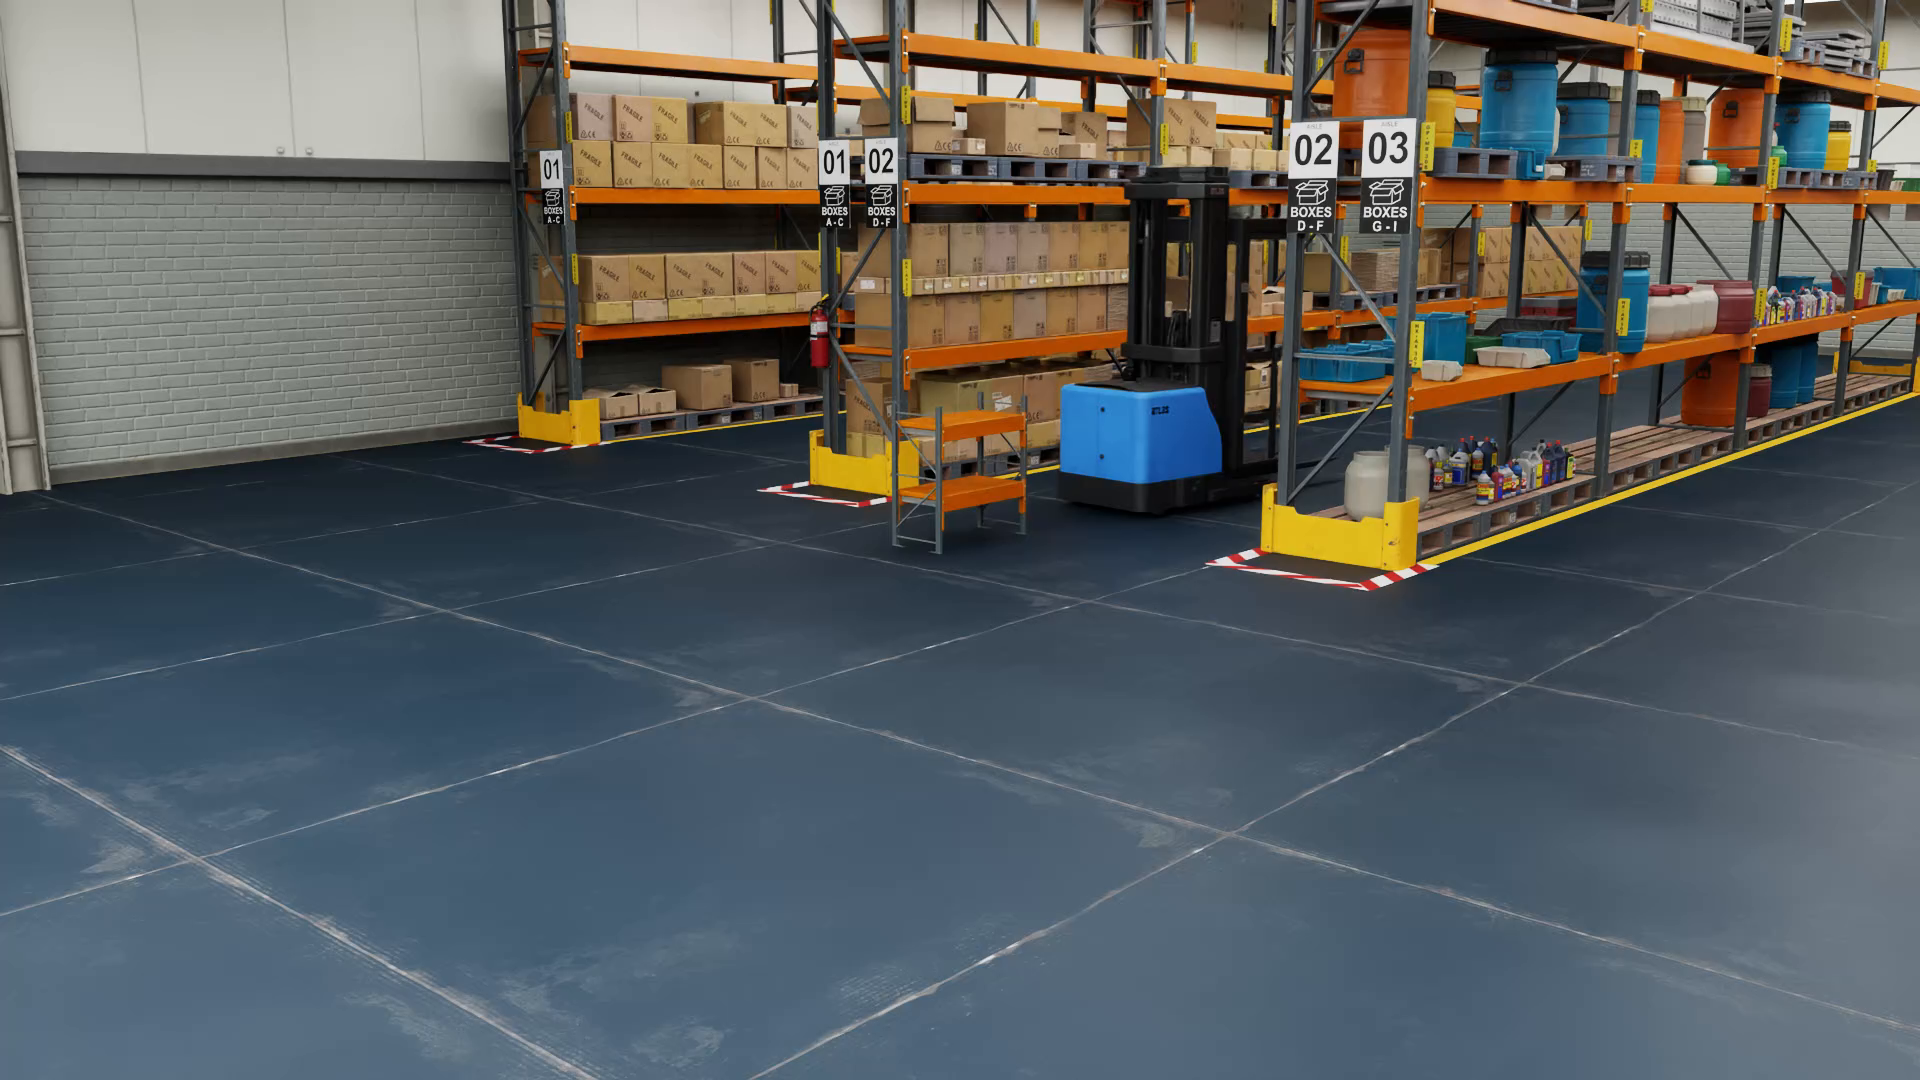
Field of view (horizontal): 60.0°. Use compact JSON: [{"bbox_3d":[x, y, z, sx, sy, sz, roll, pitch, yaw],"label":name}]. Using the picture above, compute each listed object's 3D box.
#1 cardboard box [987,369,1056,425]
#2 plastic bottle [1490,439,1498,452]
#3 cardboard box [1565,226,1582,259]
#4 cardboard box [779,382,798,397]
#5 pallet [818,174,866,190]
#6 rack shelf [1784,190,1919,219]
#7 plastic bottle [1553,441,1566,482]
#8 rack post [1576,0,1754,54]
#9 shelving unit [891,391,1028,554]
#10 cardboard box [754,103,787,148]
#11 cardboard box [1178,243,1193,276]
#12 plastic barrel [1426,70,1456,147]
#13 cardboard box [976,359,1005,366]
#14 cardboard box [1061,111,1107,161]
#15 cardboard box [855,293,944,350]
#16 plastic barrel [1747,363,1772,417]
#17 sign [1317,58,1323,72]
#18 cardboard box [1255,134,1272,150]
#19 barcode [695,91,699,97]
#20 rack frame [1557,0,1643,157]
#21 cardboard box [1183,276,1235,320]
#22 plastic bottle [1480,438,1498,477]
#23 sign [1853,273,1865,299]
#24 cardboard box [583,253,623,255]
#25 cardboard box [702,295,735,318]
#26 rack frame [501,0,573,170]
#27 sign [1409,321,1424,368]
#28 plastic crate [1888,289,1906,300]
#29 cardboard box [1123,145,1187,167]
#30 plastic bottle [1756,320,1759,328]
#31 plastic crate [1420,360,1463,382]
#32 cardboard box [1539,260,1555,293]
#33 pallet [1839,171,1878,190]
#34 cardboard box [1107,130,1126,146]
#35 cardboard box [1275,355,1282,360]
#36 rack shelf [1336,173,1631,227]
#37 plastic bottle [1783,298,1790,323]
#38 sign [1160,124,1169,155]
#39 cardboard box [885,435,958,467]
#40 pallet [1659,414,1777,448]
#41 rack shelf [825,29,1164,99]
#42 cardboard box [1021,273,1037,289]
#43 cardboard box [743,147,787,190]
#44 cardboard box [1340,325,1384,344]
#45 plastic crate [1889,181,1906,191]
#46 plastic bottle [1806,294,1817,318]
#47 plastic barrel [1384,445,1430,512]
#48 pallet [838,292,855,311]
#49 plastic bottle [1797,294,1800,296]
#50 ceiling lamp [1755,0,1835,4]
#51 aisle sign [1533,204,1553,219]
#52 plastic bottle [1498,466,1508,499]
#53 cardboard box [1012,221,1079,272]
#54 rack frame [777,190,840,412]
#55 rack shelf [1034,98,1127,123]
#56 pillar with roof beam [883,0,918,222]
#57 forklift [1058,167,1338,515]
[{"bbox_3d":[0.623,-1.461,16.901,0.500,0.500,0.500,10,15,40],"label":"cardboard box"},{"bbox_3d":[4.929,-0.800,15.402,0.097,0.271,0.097,0,11,0],"label":"plastic bottle"},{"bbox_3d":[9.585,-4.757,26.564,0.500,0.500,0.500,10,15,40],"label":"cardboard box"},{"bbox_3d":[-2.304,-1.937,21.363,0.380,0.166,0.250,7,14,33],"label":"cardboard box"},{"bbox_3d":[-1.485,-4.649,21.653,1.213,0.211,1.003,10,15,40],"label":"pallet"},{"bbox_3d":[12.070,-4.502,22.272,1.077,0.370,4.000,10,15,40],"label":"rack shelf"},{"bbox_3d":[5.260,-0.697,14.685,0.144,0.351,0.185,9,15,39],"label":"plastic bottle"},{"bbox_3d":[6.704,-5.253,16.028,1.013,1.000,3.121,10,15,40],"label":"rack post"},{"bbox_3d":[0.004,-0.553,13.106,0.538,1.125,1.048,10,15,40],"label":"shelving unit"},{"bbox_3d":[-2.456,-5.022,20.181,0.500,0.500,0.500,11,16,43],"label":"cardboard box"},{"bbox_3d":[3.678,-4.595,27.795,0.980,0.700,0.700,10,15,41],"label":"cardboard box"},{"bbox_3d":[3.486,-3.278,12.751,0.600,0.588,0.600,0,11,0],"label":"plastic barrel"},{"bbox_3d":[0.231,-2.659,24.126,0.700,0.500,0.500,10,15,41],"label":"cardboard box"},{"bbox_3d":[1.220,-4.308,17.779,0.500,0.500,0.500,-11,15,-43],"label":"cardboard box"},{"bbox_3d":[-0.572,-2.081,15.718,0.700,0.500,0.500,10,15,40],"label":"cardboard box"},{"bbox_3d":[9.165,-1.765,19.474,0.600,0.588,0.708,10,15,40],"label":"plastic barrel"},{"bbox_3d":[6.347,-8.326,29.333,0.100,0.325,0.005,10,15,40],"label":"sign"},{"bbox_3d":[4.994,-6.686,28.511,0.500,0.500,0.500,9,14,38],"label":"cardboard box"},{"bbox_3d":[-3.214,-5.447,20.317,0.001,0.075,0.075,10,15,40],"label":"barcode"},{"bbox_3d":[5.469,-4.855,14.542,1.000,3.000,0.127,10,15,40],"label":"rack frame"},{"bbox_3d":[2.948,-2.865,19.641,0.500,0.500,0.500,10,15,40],"label":"cardboard box"},{"bbox_3d":[4.733,-0.746,14.926,0.144,0.351,0.185,10,15,40],"label":"plastic bottle"},{"bbox_3d":[11.162,-3.154,20.637,0.100,0.325,0.005,10,15,40],"label":"sign"},{"bbox_3d":[-4.122,-3.079,19.384,0.500,0.500,0.500,10,15,41],"label":"cardboard box"},{"bbox_3d":[-3.045,-2.799,19.896,0.500,0.250,0.500,10,15,41],"label":"cardboard box"},{"bbox_3d":[-4.613,-5.547,18.008,1.000,3.000,0.127,10,15,40],"label":"rack frame"},{"bbox_3d":[3.239,-1.388,11.796,0.100,0.325,0.005,10,15,40],"label":"sign"},{"bbox_3d":[12.988,-3.435,23.271,0.396,0.136,0.243,10,15,40],"label":"plastic crate"},{"bbox_3d":[2.164,-4.246,18.466,0.500,0.250,0.500,-10,15,-42],"label":"cardboard box"},{"bbox_3d":[8.735,-2.473,18.265,0.097,0.271,0.097,0,11,0],"label":"plastic bottle"},{"bbox_3d":[3.661,-1.285,12.659,0.298,0.136,0.250,10,15,40],"label":"plastic crate"},{"bbox_3d":[8.907,-4.118,25.913,0.500,0.500,0.500,10,15,41],"label":"cardboard box"},{"bbox_3d":[10.306,-4.340,20.106,1.213,0.211,1.003,10,15,40],"label":"pallet"},{"bbox_3d":[2.275,-6.278,26.035,0.500,0.250,0.500,9,15,39],"label":"cardboard box"},{"bbox_3d":[4.230,-2.166,20.913,0.500,0.311,0.500,10,15,42],"label":"cardboard box"},{"bbox_3d":[4.149,-2.737,13.433,1.077,0.370,4.000,10,15,40],"label":"rack shelf"},{"bbox_3d":[9.435,-2.630,19.018,0.061,0.283,0.133,10,15,40],"label":"plastic bottle"},{"bbox_3d":[2.168,-4.245,17.628,0.100,0.325,0.005,10,15,40],"label":"sign"},{"bbox_3d":[-0.369,-0.873,15.871,0.500,0.250,0.500,10,15,40],"label":"cardboard box"},{"bbox_3d":[8.598,-1.255,18.956,1.003,0.211,1.213,10,15,40],"label":"pallet"},{"bbox_3d":[0.430,-4.652,16.387,1.077,0.370,4.000,10,15,40],"label":"rack shelf"},{"bbox_3d":[0.546,-2.588,16.600,0.380,0.149,0.250,10,15,41],"label":"cardboard box"},{"bbox_3d":[-2.464,-4.544,20.340,0.500,0.500,0.500,8,14,36],"label":"cardboard box"},{"bbox_3d":[5.538,-2.828,23.054,0.500,0.250,0.500,9,15,39],"label":"cardboard box"},{"bbox_3d":[12.213,-4.684,22.018,0.437,0.136,0.530,10,15,40],"label":"plastic crate"},{"bbox_3d":[10.158,-2.801,19.894,0.152,0.276,0.135,10,15,40],"label":"plastic bottle"},{"bbox_3d":[3.536,-0.491,13.289,0.421,0.512,0.421,0,11,0],"label":"plastic barrel"},{"bbox_3d":[-1.359,-3.193,22.030,1.003,0.211,1.213,10,15,40],"label":"pallet"},{"bbox_3d":[10.052,-2.812,19.962,0.097,0.271,0.097,0,11,0],"label":"plastic bottle"},{"bbox_3d":[13.321,-10.194,26.373,2.000,3.185,0.800,10,15,40],"label":"ceiling lamp"},{"bbox_3d":[9.496,-5.642,27.163,0.394,0.787,0.004,10,15,40],"label":"aisle sign"},{"bbox_3d":[4.486,-0.479,13.793,0.097,0.271,0.097,0,11,0],"label":"plastic bottle"},{"bbox_3d":[0.799,-3.025,17.129,0.700,0.500,0.500,10,15,40],"label":"cardboard box"},{"bbox_3d":[-1.973,-3.194,21.542,1.000,3.000,0.127,10,15,40],"label":"rack frame"},{"bbox_3d":[1.988,-6.469,25.484,1.077,0.370,4.000,10,15,40],"label":"rack shelf"},{"bbox_3d":[2.393,-6.088,20.717,9.100,9.000,0.400,10,15,40],"label":"pillar with roof beam"},{"bbox_3d":[2.299,-1.865,15.067,3.031,2.935,1.130,-10,15,-41],"label":"forklift"}]
